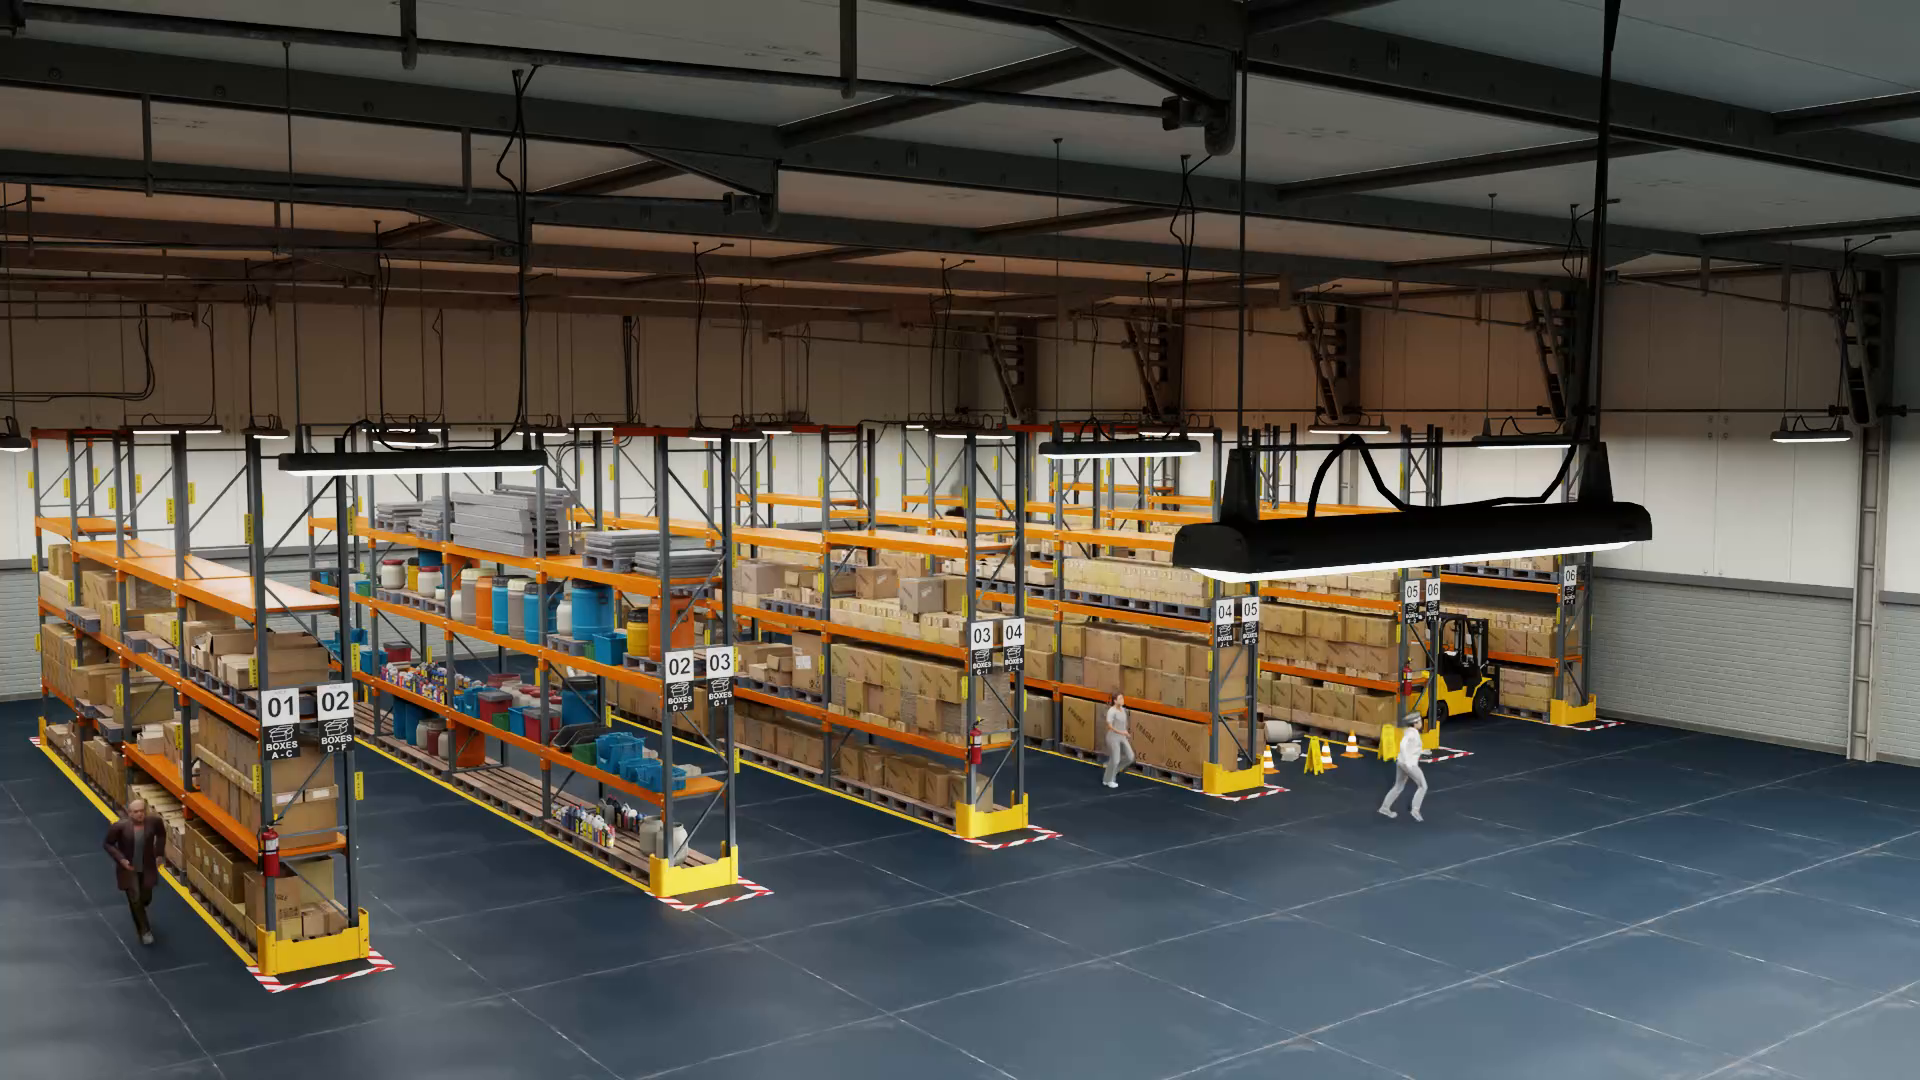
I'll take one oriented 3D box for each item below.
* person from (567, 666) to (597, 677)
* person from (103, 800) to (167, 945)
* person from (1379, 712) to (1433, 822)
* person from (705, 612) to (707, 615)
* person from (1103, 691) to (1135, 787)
[{"bbox_3d":[-7.372,2.877,32.976,0.700,1.722,0.672,-4,6,-38],"label":"person"},{"bbox_3d":[-9.864,3.917,19.894,0.699,1.731,0.820,-3,5,-33],"label":"person"},{"bbox_3d":[6.891,3.509,25.597,0.833,1.729,0.546,0,4,-4],"label":"person"},{"bbox_3d":[-5.897,2.477,39.118,0.621,1.590,0.550,-3,5,-33],"label":"person"},{"bbox_3d":[2.658,3.334,27.808,0.636,1.624,0.544,4,6,42],"label":"person"}]
